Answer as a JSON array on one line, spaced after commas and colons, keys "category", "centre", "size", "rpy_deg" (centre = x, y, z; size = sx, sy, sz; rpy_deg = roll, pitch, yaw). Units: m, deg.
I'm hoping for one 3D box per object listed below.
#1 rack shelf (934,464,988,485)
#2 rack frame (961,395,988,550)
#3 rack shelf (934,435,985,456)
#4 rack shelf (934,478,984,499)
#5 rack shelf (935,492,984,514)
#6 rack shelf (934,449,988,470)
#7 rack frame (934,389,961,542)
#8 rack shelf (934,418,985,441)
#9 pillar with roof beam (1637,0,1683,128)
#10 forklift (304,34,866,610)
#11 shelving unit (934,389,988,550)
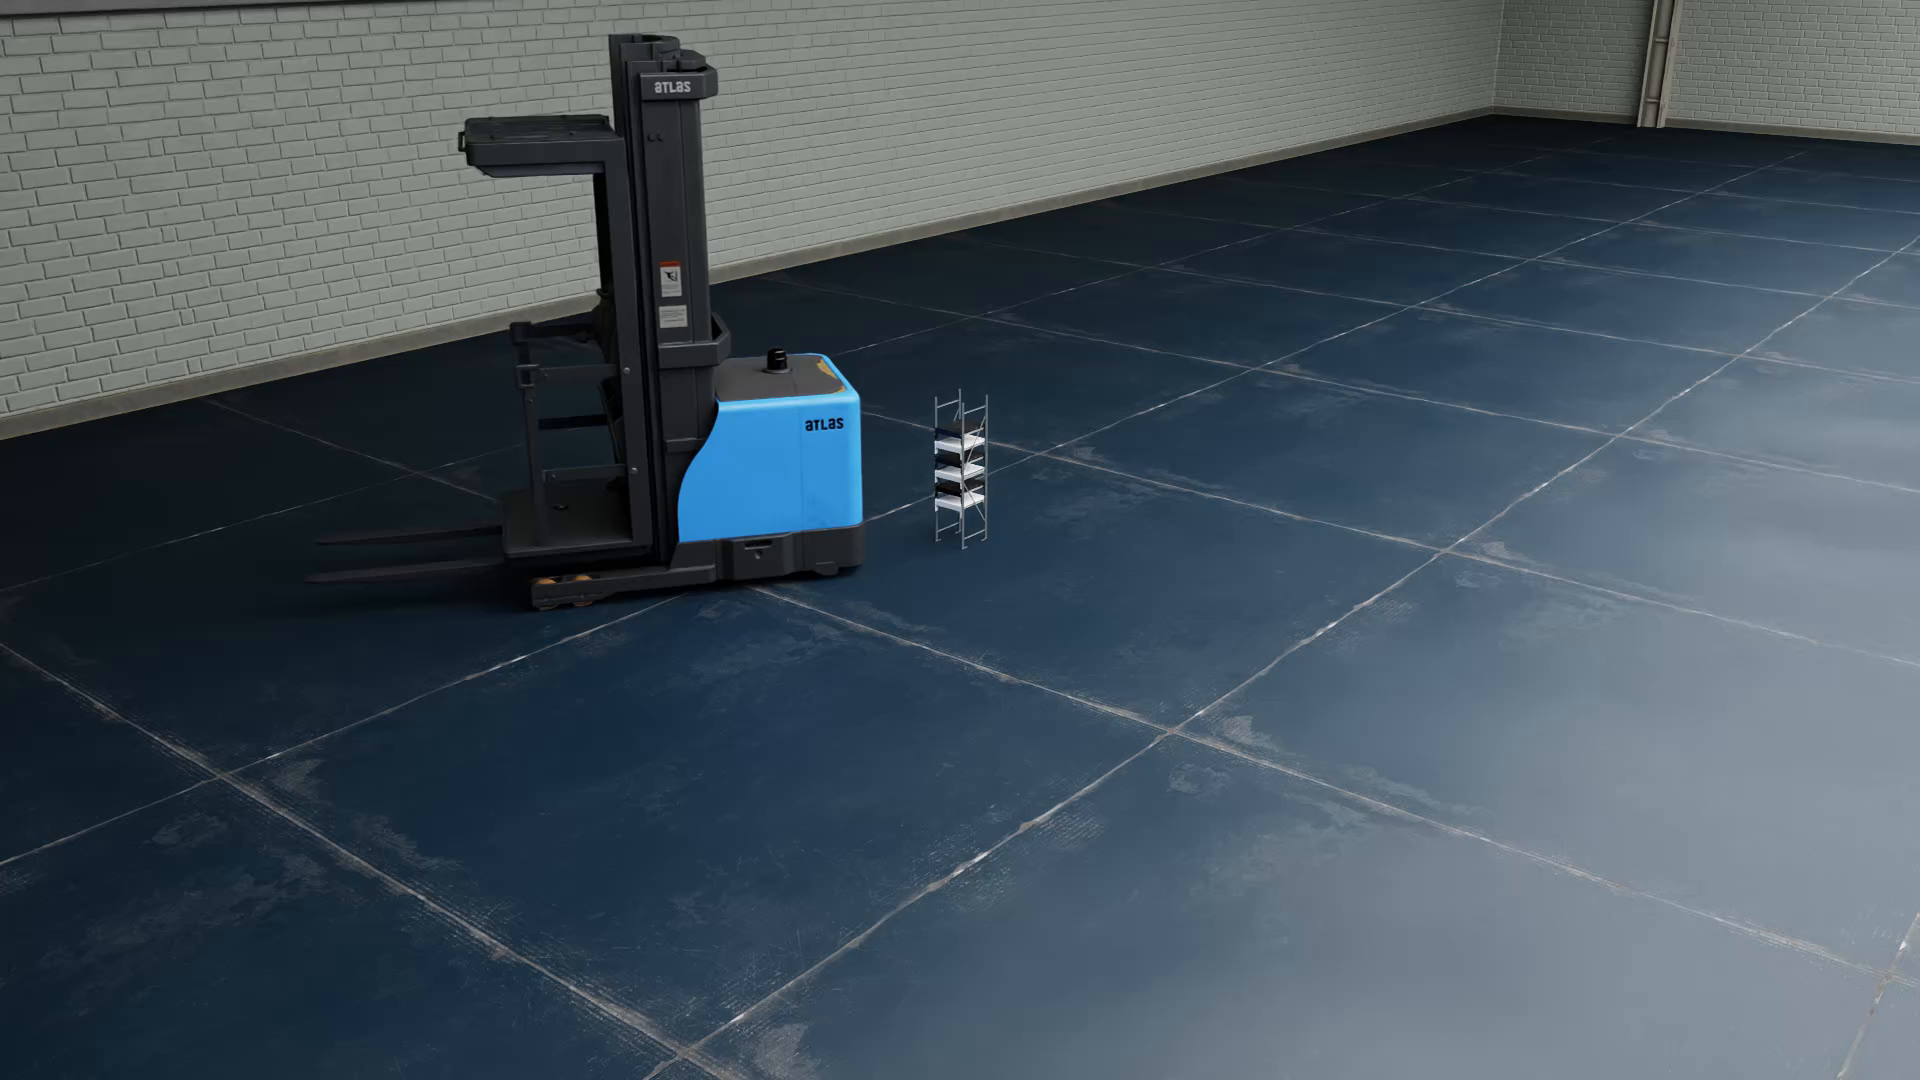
[{"category": "rack shelf", "centre": [0.006, -0.388, 9.895], "size": [0.200, 0.077, 0.258], "rpy_deg": [16, 26, 36]}, {"category": "rack frame", "centre": [0.085, -0.397, 9.823], "size": [0.006, 0.900, 0.240], "rpy_deg": [16, 26, 36]}, {"category": "rack shelf", "centre": [0.006, -0.556, 9.832], "size": [0.200, 0.077, 0.258], "rpy_deg": [16, 26, 36]}, {"category": "rack shelf", "centre": [0.006, -0.304, 9.927], "size": [0.200, 0.077, 0.258], "rpy_deg": [16, 26, 36]}, {"category": "rack shelf", "centre": [0.006, -0.220, 9.959], "size": [0.200, 0.077, 0.258], "rpy_deg": [16, 26, 36]}, {"category": "rack shelf", "centre": [0.006, -0.472, 9.863], "size": [0.200, 0.077, 0.258], "rpy_deg": [16, 26, 36]}, {"category": "rack frame", "centre": [-0.072, -0.442, 9.944], "size": [0.006, 0.900, 0.240], "rpy_deg": [16, 26, 36]}, {"category": "rack shelf", "centre": [0.006, -0.641, 9.800], "size": [0.200, 0.077, 0.258], "rpy_deg": [16, 26, 36]}, {"category": "pillar with roof beam", "centre": [9.532, -10.369, 24.791], "size": [0.400, 9.000, 9.100], "rpy_deg": [16, 26, 36]}, {"category": "forklift", "centre": [-2.117, -1.198, 9.070], "size": [3.031, 2.935, 1.130], "rpy_deg": [-6, 21, -15]}, {"category": "shelving unit", "centre": [0.006, -0.419, 9.883], "size": [0.210, 0.900, 0.258], "rpy_deg": [16, 26, 36]}]
